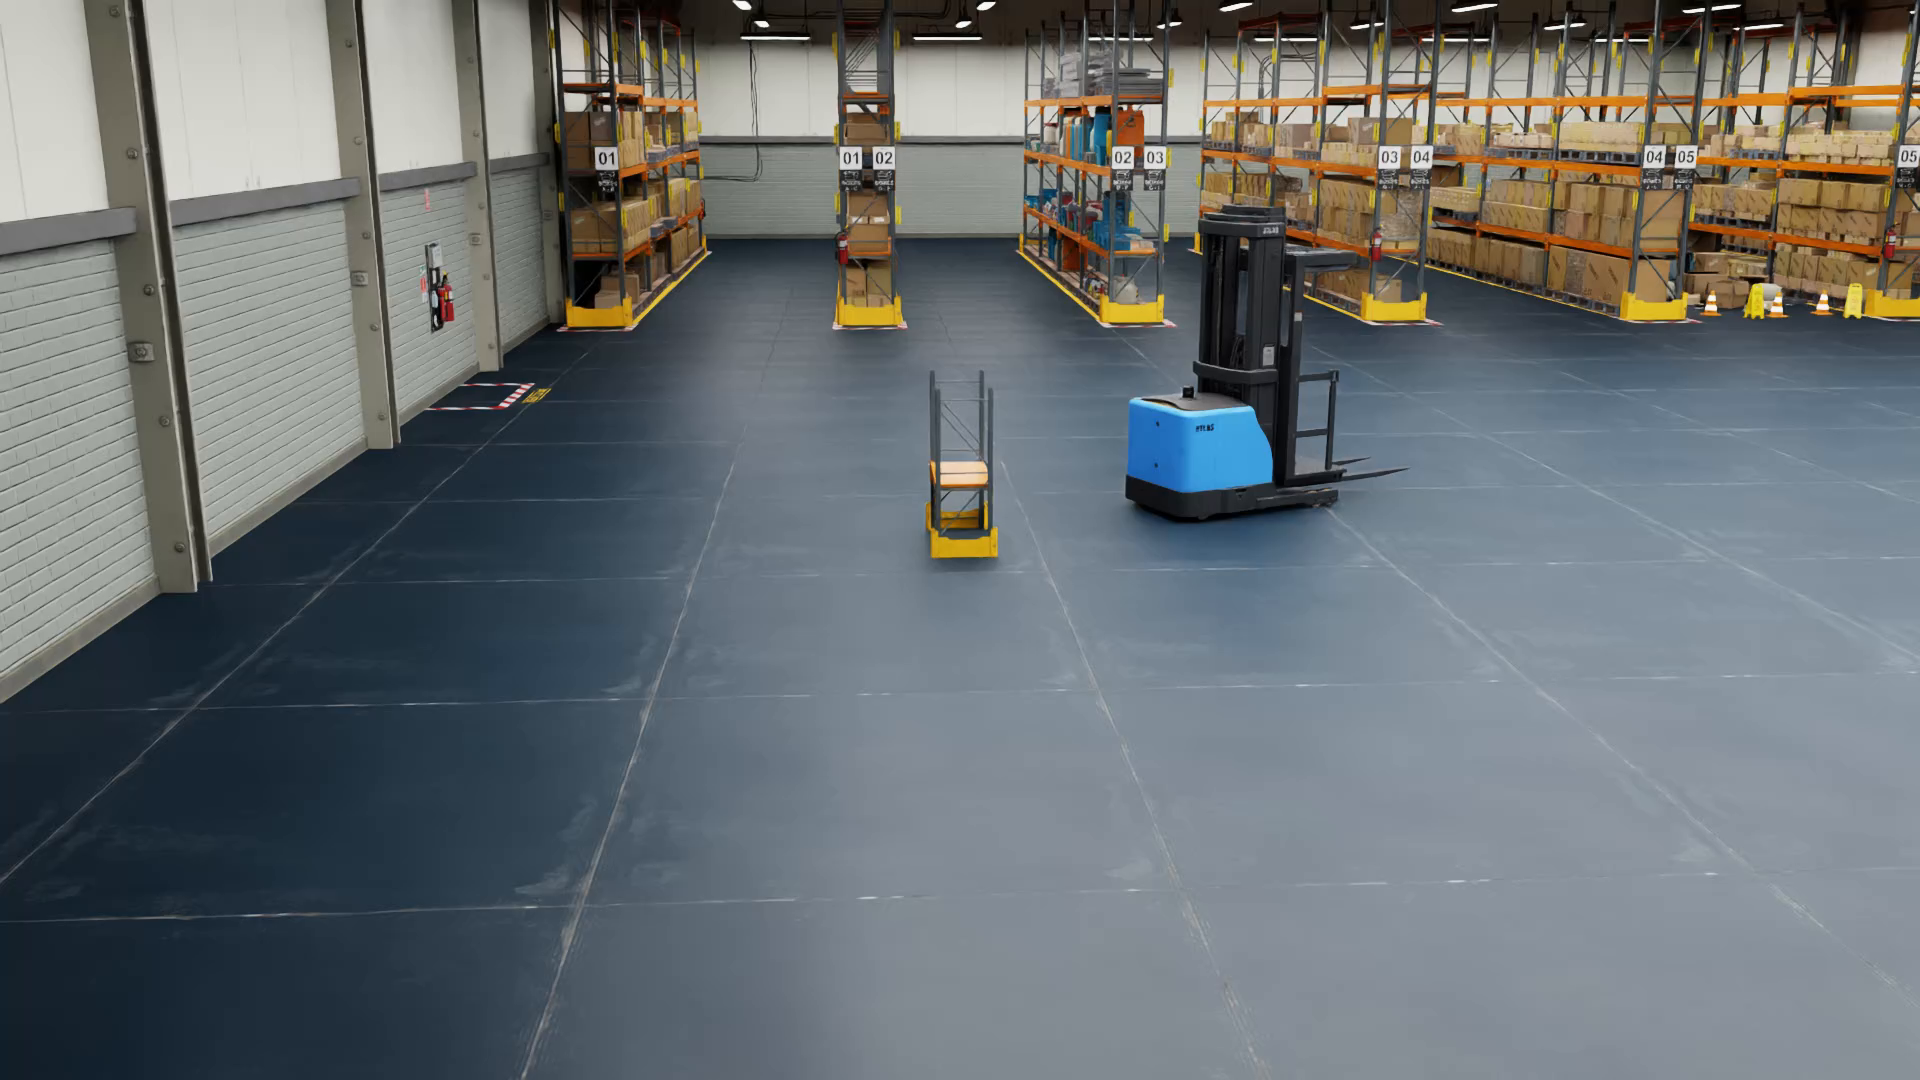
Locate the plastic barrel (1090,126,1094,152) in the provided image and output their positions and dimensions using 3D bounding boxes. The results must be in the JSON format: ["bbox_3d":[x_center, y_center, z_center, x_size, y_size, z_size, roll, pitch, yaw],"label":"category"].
[{"bbox_3d":[2.846,-8.136,33.763,0.421,0.512,0.421,0,14,0],"label":"plastic barrel"}]

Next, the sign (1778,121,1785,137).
[{"bbox_3d":[17.296,-8.649,34.999,0.100,0.325,0.005,-1,14,-3],"label":"sign"}]

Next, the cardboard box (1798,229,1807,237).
[{"bbox_3d":[17.644,-6.370,34.493,0.380,0.149,0.250,0,14,-2],"label":"cardboard box"}]

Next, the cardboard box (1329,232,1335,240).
[{"bbox_3d":[7.717,-6.183,33.766,0.380,0.149,0.250,-1,14,-3],"label":"cardboard box"}]

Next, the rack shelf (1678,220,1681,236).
[{"bbox_3d":[17.478,-7.909,41.412,1.077,0.370,4.000,-1,14,-3],"label":"rack shelf"}]

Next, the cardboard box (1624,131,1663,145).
[{"bbox_3d":[12.854,-7.562,31.261,0.500,0.250,0.500,-1,14,-3],"label":"cardboard box"}]

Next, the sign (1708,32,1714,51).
[{"bbox_3d":[13.717,-9.110,30.405,0.100,0.325,0.005,-1,14,-3],"label":"sign"}]

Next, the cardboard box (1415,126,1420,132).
[{"bbox_3d":[12.044,-10.667,43.168,0.380,0.149,0.250,-1,14,-4],"label":"cardboard box"}]

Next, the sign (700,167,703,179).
[{"bbox_3d":[-7.074,-10.047,45.481,0.100,0.325,0.005,-1,14,-3],"label":"sign"}]

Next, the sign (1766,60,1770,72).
[{"bbox_3d":[22.615,-13.265,46.553,0.100,0.325,0.005,-1,14,-3],"label":"sign"}]

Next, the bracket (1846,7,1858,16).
[{"bbox_3d":[22.836,-13.559,42.665,0.235,0.232,0.430,-1,14,-3],"label":"bracket"}]

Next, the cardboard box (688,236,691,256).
[{"bbox_3d":[-7.313,-7.552,42.757,0.700,0.500,0.500,-1,14,-3],"label":"cardboard box"}]

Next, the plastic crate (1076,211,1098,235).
[{"bbox_3d":[2.680,-6.682,35.073,0.402,0.464,0.583,-1,14,-3],"label":"plastic crate"}]

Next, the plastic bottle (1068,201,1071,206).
[{"bbox_3d":[2.759,-8.275,41.492,0.144,0.351,0.185,-1,14,-3],"label":"plastic bottle"}]

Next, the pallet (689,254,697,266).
[{"bbox_3d":[-7.338,-7.212,42.856,1.003,0.211,1.213,-1,14,-3],"label":"pallet"}]

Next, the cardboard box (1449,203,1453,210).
[{"bbox_3d":[12.118,-8.110,40.412,0.380,0.149,0.250,-2,15,-6],"label":"cardboard box"}]

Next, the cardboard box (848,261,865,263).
[{"bbox_3d":[-2.118,-5.202,32.617,0.500,0.500,0.500,-1,14,-3],"label":"cardboard box"}]

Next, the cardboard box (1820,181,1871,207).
[{"bbox_3d":[17.797,-6.948,33.430,0.700,0.500,0.500,-1,14,-4],"label":"cardboard box"}]

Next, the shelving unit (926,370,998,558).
[{"bbox_3d":[0.005,-0.707,14.989,0.587,1.500,1.083,-1,14,-3],"label":"shelving unit"}]

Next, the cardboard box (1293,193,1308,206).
[{"bbox_3d":[7.919,-7.588,37.676,0.700,0.500,0.500,1,14,5],"label":"cardboard box"}]

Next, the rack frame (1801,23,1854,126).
[{"bbox_3d":[22.308,-11.737,42.809,1.000,3.000,0.127,-1,14,-3],"label":"rack frame"}]

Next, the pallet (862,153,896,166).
[{"bbox_3d":[-1.699,-7.051,30.793,1.003,0.211,1.213,-1,14,-3],"label":"pallet"}]

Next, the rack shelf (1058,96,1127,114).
[{"bbox_3d":[2.891,-9.396,35.956,1.077,0.370,4.000,-1,14,-3],"label":"rack shelf"}]

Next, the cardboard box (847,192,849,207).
[{"bbox_3d":[-2.328,-7.861,38.741,0.700,0.500,0.500,-6,16,-22],"label":"cardboard box"}]

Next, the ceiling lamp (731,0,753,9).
[{"bbox_3d":[-4.064,-12.125,32.600,0.800,3.185,2.000,-1,14,-3],"label":"ceiling lamp"}]

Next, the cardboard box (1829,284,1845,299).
[{"bbox_3d":[17.755,-4.968,33.213,0.500,0.250,0.500,-1,14,-3],"label":"cardboard box"}]

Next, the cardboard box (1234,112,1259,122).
[{"bbox_3d":[7.411,-10.952,43.026,0.500,0.250,0.500,-2,15,-7],"label":"cardboard box"}]

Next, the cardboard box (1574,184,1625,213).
[{"bbox_3d":[12.950,-6.895,33.561,0.875,0.550,0.550,-1,14,-3],"label":"cardboard box"}]

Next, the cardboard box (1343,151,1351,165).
[{"bbox_3d":[7.829,-7.490,32.621,0.500,0.250,0.500,-1,14,-4],"label":"cardboard box"}]

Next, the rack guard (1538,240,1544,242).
[{"bbox_3d":[17.105,-8.545,47.456,1.175,0.500,0.348,-1,14,-3],"label":"rack guard"}]

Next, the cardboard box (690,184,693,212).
[{"bbox_3d":[-7.426,-8.834,42.963,0.980,0.700,0.700,-1,14,-5],"label":"cardboard box"}]

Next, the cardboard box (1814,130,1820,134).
[{"bbox_3d":[21.950,-10.349,42.296,0.380,0.149,0.250,-1,14,-4],"label":"cardboard box"}]

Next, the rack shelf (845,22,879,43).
[{"bbox_3d":[-2.549,-13.113,42.931,1.077,0.370,4.000,-1,14,-3],"label":"rack shelf"}]

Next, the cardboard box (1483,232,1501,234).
[{"bbox_3d":[12.835,-7.315,40.331,0.500,0.250,0.500,-1,14,-4],"label":"cardboard box"}]

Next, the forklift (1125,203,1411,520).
[{"bbox_3d":[3.195,-1.849,16.555,3.031,2.935,1.130,-8,16,-27],"label":"forklift"}]

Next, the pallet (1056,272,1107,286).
[{"bbox_3d":[2.777,-5.987,38.094,1.003,0.211,1.213,-1,14,-3],"label":"pallet"}]

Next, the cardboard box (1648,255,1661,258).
[{"bbox_3d":[17.591,-7.329,41.136,0.875,0.875,0.875,-1,14,-3],"label":"cardboard box"}]

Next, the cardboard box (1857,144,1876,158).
[{"bbox_3d":[17.780,-7.543,32.230,0.500,0.250,0.500,-1,14,-4],"label":"cardboard box"}]

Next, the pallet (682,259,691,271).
[{"bbox_3d":[-7.246,-6.831,41.375,1.003,0.211,1.213,-1,14,-3],"label":"pallet"}]

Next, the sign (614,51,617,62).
[{"bbox_3d":[-7.674,-10.802,36.982,0.100,0.325,0.005,-1,14,-3],"label":"sign"}]

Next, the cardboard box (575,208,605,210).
[{"bbox_3d":[-6.888,-5.927,31.023,0.500,0.500,0.500,-1,14,-3],"label":"cardboard box"}]

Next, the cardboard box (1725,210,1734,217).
[{"bbox_3d":[17.488,-7.355,37.478,0.380,0.149,0.250,0,14,-2],"label":"cardboard box"}]

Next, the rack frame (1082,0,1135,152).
[{"bbox_3d":[3.015,-9.441,33.883,1.000,3.000,0.127,-1,14,-3],"label":"rack frame"}]

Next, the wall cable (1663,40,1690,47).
[{"bbox_3d":[22.988,-16.849,51.515,2.988,3.039,0.133,-1,14,-3],"label":"wall cable"}]

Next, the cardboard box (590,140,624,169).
[{"bbox_3d":[-6.396,-6.986,30.120,0.500,0.500,0.500,-1,14,-2],"label":"cardboard box"}]

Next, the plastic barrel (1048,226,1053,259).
[{"bbox_3d":[2.536,-7.577,42.046,0.600,0.901,0.708,-1,14,-3],"label":"plastic barrel"}]

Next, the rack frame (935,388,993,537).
[{"bbox_3d":[0.037,-0.579,14.489,0.500,1.500,0.032,-1,14,-3],"label":"rack frame"}]

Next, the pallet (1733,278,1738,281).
[{"bbox_3d":[17.800,-5.608,36.623,1.003,0.211,1.213,-1,14,-3],"label":"pallet"}]

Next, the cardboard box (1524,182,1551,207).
[{"bbox_3d":[12.814,-7.573,36.456,0.700,0.500,0.500,-1,14,-3],"label":"cardboard box"}]

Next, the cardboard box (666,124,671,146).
[{"bbox_3d":[-7.325,-9.728,39.937,0.700,0.500,0.500,-1,14,-4],"label":"cardboard box"}]

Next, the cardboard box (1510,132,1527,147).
[{"bbox_3d":[12.556,-8.884,36.873,0.500,0.311,0.500,-1,14,-4],"label":"cardboard box"}]

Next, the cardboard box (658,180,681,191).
[{"bbox_3d":[-7.031,-8.571,40.200,0.500,0.250,0.500,-1,14,-2],"label":"cardboard box"}]

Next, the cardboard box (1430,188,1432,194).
[{"bbox_3d":[12.022,-8.785,41.840,0.380,0.149,0.250,-1,14,-3],"label":"cardboard box"}]

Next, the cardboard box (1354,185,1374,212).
[{"bbox_3d":[7.889,-6.551,31.887,0.500,0.500,0.500,-1,14,-3],"label":"cardboard box"}]

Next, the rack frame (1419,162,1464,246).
[{"bbox_3d":[12.420,-8.653,42.861,1.000,3.000,0.127,-1,14,-3],"label":"rack frame"}]

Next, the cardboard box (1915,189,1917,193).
[{"bbox_3d":[22.680,-8.219,40.133,0.500,0.500,0.500,0,14,-1],"label":"cardboard box"}]
